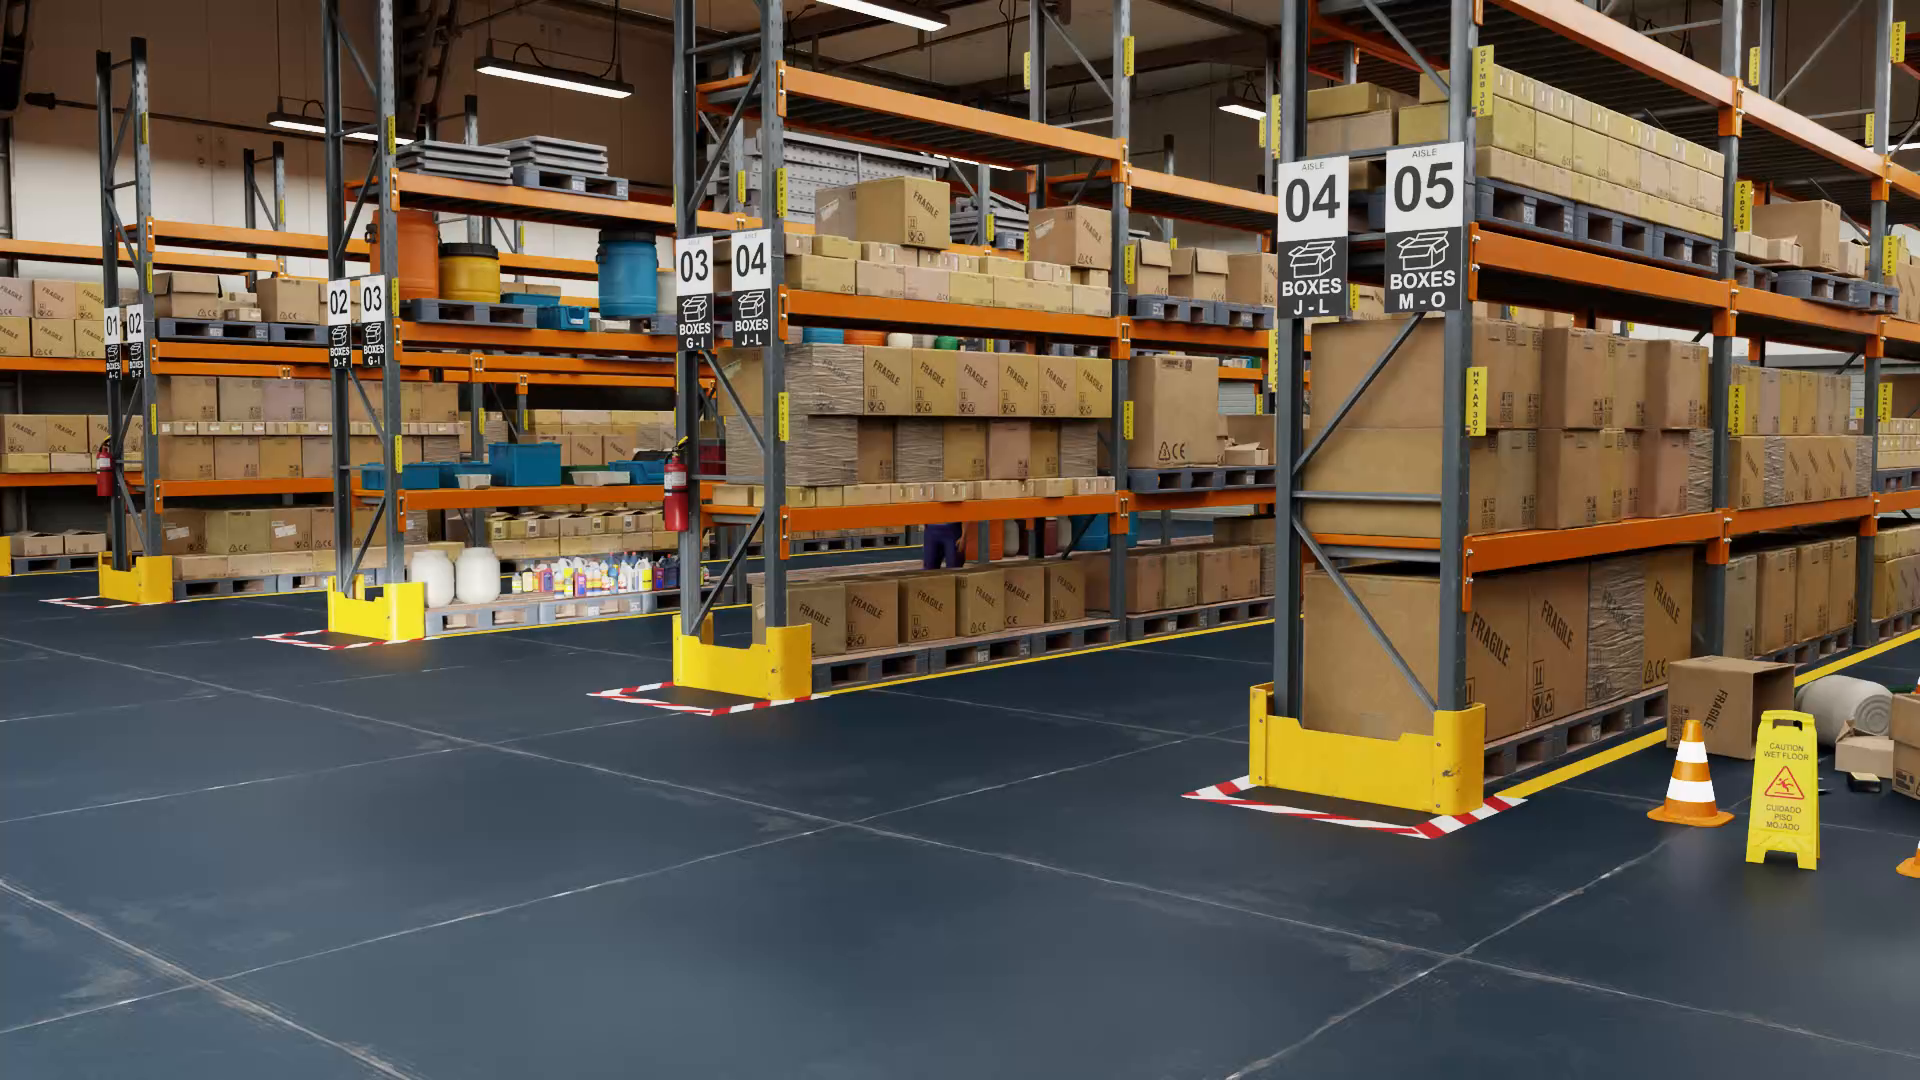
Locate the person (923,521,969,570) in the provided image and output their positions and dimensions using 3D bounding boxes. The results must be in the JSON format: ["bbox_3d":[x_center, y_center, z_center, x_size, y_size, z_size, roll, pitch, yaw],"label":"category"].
[{"bbox_3d":[-0.123,0.008,15.636,0.476,1.640,0.338,2,4,26],"label":"person"}]
